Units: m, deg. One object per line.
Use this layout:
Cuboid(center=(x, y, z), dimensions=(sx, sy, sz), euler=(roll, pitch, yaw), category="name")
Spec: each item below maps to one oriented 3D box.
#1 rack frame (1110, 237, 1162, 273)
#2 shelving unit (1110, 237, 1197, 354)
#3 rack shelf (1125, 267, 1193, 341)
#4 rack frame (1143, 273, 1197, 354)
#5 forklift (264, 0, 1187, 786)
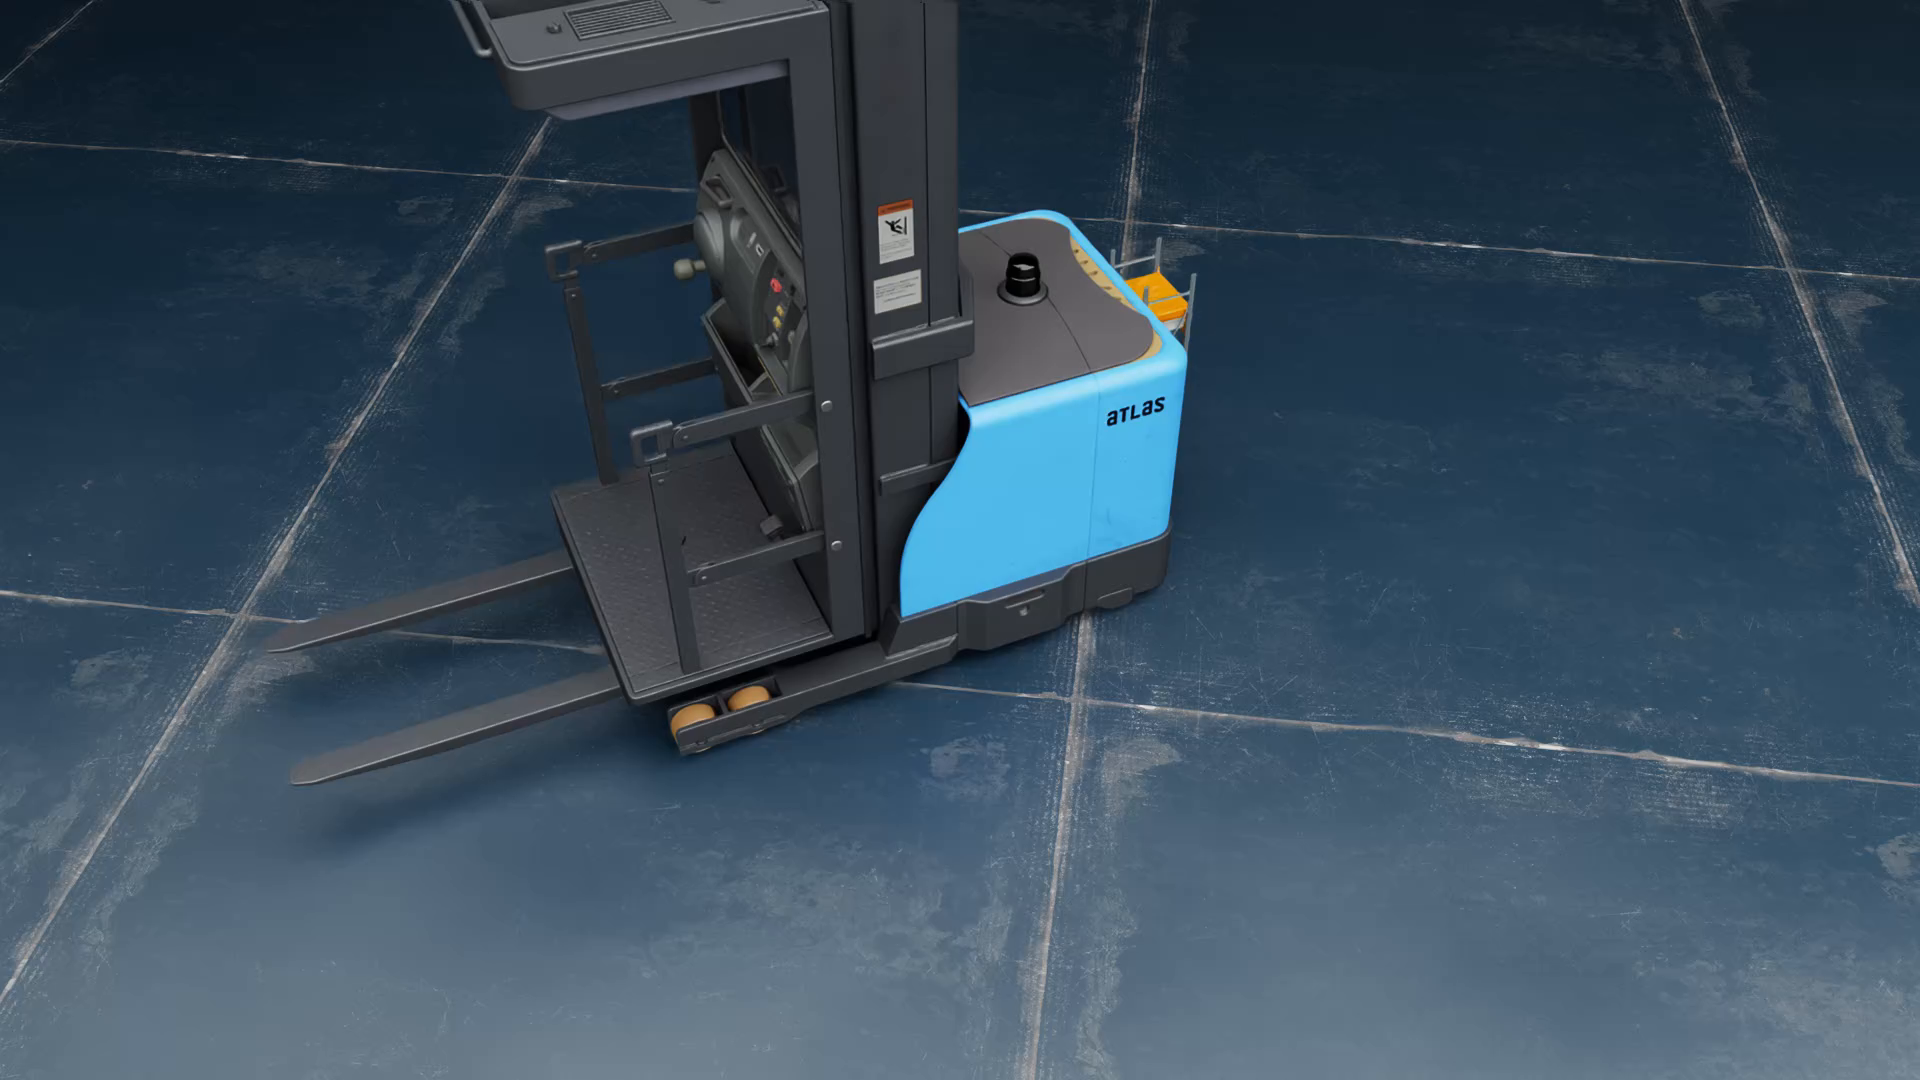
Cuboid(center=(0.617, -0.655, 6.178), dimensions=(0.200, 1.050, 0.008), euler=(-17, 46, -17), category="rack frame")
Cuboid(center=(0.666, -0.578, 6.097), dimensions=(0.215, 1.050, 0.252), euler=(-17, 46, -17), category="shelving unit")
Cuboid(center=(0.666, -0.776, 5.909), dimensions=(0.215, 0.259, 0.240), euler=(-17, 46, -17), category="rack shelf")
Cuboid(center=(0.715, -0.501, 6.016), dimensions=(0.200, 1.050, 0.008), euler=(-17, 46, -17), category="rack frame")
Cuboid(center=(-0.813, -0.776, 4.938), dimensions=(3.031, 2.935, 1.130), euler=(-17, 46, -17), category="forklift")
